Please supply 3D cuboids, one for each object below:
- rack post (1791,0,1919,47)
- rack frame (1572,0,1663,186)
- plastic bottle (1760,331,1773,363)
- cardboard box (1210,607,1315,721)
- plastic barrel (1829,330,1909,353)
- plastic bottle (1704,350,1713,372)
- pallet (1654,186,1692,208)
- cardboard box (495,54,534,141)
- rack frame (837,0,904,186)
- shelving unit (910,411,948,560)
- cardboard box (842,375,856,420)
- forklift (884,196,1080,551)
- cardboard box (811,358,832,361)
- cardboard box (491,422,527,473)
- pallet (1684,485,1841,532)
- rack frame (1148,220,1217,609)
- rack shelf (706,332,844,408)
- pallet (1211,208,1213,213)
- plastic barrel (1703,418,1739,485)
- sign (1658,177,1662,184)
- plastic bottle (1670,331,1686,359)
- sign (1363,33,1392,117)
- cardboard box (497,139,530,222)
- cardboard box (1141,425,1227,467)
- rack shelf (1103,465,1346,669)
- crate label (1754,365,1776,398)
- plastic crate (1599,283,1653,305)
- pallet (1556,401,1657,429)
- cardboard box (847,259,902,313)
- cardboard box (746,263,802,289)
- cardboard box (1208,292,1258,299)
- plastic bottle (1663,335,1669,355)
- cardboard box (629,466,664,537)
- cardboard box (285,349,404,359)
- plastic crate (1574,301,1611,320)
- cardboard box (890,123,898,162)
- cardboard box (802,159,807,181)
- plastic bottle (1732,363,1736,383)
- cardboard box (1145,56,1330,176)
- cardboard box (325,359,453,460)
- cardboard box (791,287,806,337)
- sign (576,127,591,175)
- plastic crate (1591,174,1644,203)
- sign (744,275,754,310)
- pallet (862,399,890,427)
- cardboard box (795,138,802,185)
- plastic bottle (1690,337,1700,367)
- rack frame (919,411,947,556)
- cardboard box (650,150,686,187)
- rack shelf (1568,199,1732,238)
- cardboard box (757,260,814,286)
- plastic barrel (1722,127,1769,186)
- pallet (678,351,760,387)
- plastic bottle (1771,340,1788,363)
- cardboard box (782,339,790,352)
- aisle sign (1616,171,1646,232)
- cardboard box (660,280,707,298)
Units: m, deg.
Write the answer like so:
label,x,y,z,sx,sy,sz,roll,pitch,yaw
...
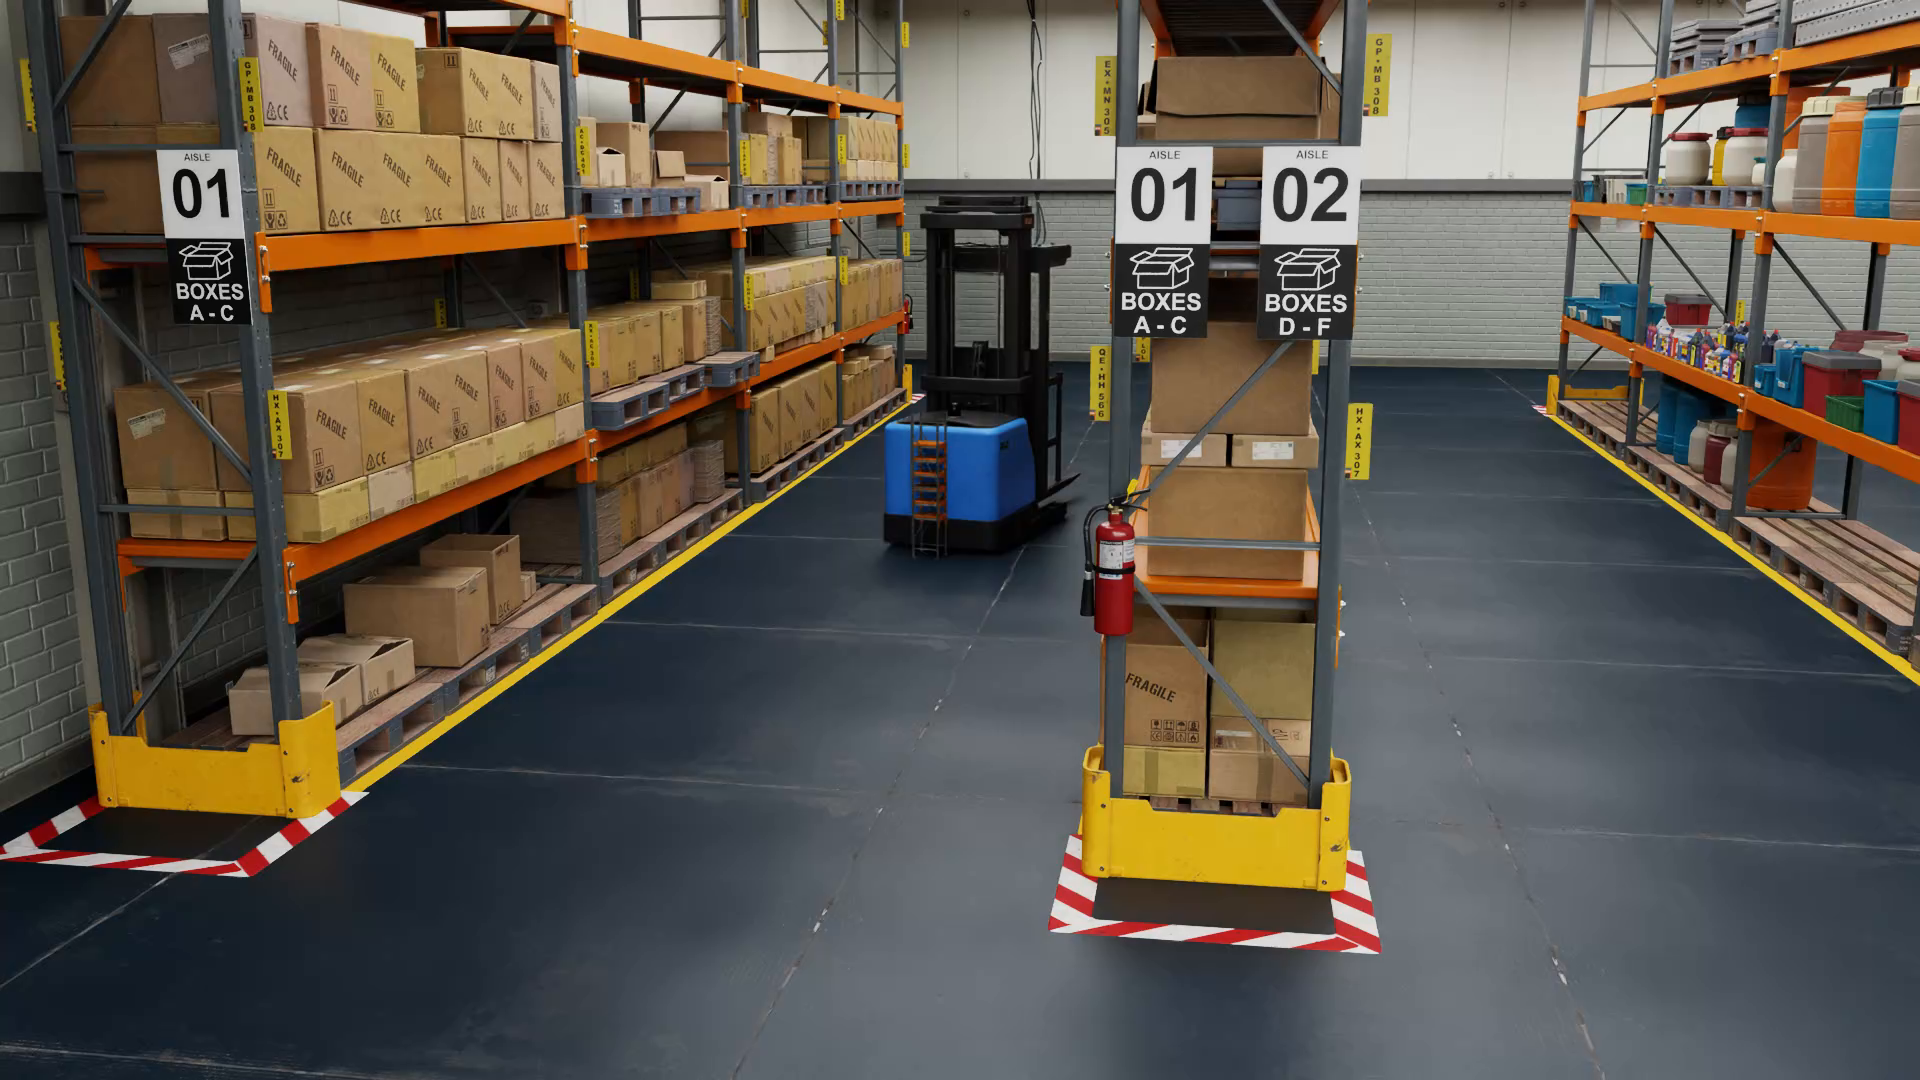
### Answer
label,x,y,z,sx,sy,sz,roll,pitch,yaw
rack post,6.877,-4.092,11.645,1.013,1.000,3.121,2,12,9
rack frame,8.504,-6.079,21.342,1.000,3.000,0.127,2,12,9
plastic bottle,7.731,-1.836,16.008,0.144,0.351,0.185,2,12,9
cardboard box,1.527,0.586,8.402,0.500,0.500,0.500,2,12,9
plastic barrel,7.502,-1.441,13.739,0.600,0.536,0.708,2,12,9
plastic bottle,7.091,-1.696,15.713,0.097,0.201,0.097,0,12,0
pallet,7.865,-3.522,17.043,1.213,0.211,1.003,2,12,9
cardboard box,-3.014,-2.755,10.380,0.500,0.500,0.500,3,12,12
rack frame,-1.285,-6.400,22.832,1.000,3.000,0.127,2,12,9
shelving unit,-0.254,-0.447,13.719,0.258,1.200,0.189,5,13,20
cardboard box,-1.684,-1.771,20.526,0.700,0.500,0.500,2,12,9
forklift,0.347,-1.609,15.003,1.130,2.935,3.031,5,13,20
cardboard box,-1.783,-2.229,21.112,0.380,0.149,0.250,1,12,7
cardboard box,-3.051,-0.589,10.415,0.500,0.250,0.500,2,12,8
pallet,7.354,-0.284,15.309,1.003,0.211,1.213,2,12,9
rack frame,1.765,-0.810,11.132,1.000,3.000,0.127,2,12,9
rack shelf,-2.208,-1.867,17.744,1.077,0.370,4.000,2,12,9
pallet,2.364,-2.872,14.030,1.213,0.211,1.003,2,12,11
plastic barrel,7.506,-0.845,16.023,0.600,0.588,0.708,2,12,9
sign,9.050,-4.547,21.602,0.100,0.325,0.005,2,12,9
plastic bottle,7.299,-1.977,16.840,0.152,0.276,0.135,2,12,9
sign,1.697,-1.890,6.762,0.100,0.325,0.005,2,12,9
cardboard box,-3.054,-2.277,10.533,0.500,0.500,0.500,1,12,4
cardboard box,1.020,-0.429,7.587,0.380,0.149,0.250,2,12,8
rack shelf,1.457,-0.042,9.276,1.077,0.370,4.000,2,12,9
crate label,6.839,-1.324,13.914,0.303,0.233,0.416,2,12,9
plastic crate,8.637,-3.118,21.613,0.616,0.435,0.499,2,12,9
pallet,8.339,-1.613,21.477,1.003,0.211,1.213,2,12,9
cardboard box,-1.353,-3.508,22.938,0.980,0.700,0.700,2,12,11
cardboard box,-1.963,-2.782,17.510,0.500,0.250,0.500,2,12,7
cardboard box,1.471,-1.087,9.101,0.700,0.500,0.500,2,12,9
plastic bottle,7.325,-2.013,17.186,0.097,0.201,0.097,0,12,0
cardboard box,-2.885,-0.331,13.797,0.700,0.500,0.500,2,12,9
cardboard box,-3.643,-0.862,9.902,0.500,0.500,0.500,2,12,9
plastic crate,8.040,-2.916,21.161,0.416,0.233,0.300,2,12,9
cardboard box,-1.128,-5.320,22.282,0.500,0.500,0.500,2,12,8
cardboard box,-2.027,-4.432,19.942,0.500,0.250,0.500,2,12,9
plastic bottle,6.950,-1.506,14.832,0.097,0.201,0.097,0,12,0
cardboard box,1.242,-1.887,7.437,0.797,0.503,0.637,3,12,13
cardboard box,-3.204,-0.740,9.334,0.500,0.500,0.500,1,12,7
cardboard box,-1.948,-2.420,17.611,0.500,0.500,0.500,2,12,10
sign,-2.593,-2.673,11.428,0.100,0.325,0.005,2,12,9
plastic crate,7.998,-4.274,20.231,0.504,0.338,0.767,2,12,9
sign,-1.978,-2.314,15.550,0.100,0.325,0.005,2,12,9
pallet,-1.521,-1.682,21.799,1.003,0.211,1.213,2,12,9
cardboard box,-2.144,-4.186,18.394,0.700,0.500,0.500,1,12,6
plastic bottle,7.139,-1.827,16.126,0.061,0.283,0.133,2,12,9
rack frame,-0.222,-0.465,13.803,0.240,1.200,0.006,5,13,20
cardboard box,-2.806,-3.062,14.169,0.797,0.503,0.637,4,13,17
rack shelf,8.197,-3.845,19.802,1.077,0.370,4.000,2,12,9
cardboard box,-1.886,-2.888,18.002,0.500,0.250,0.500,2,12,10
plastic barrel,7.398,-3.593,15.608,0.433,0.535,0.433,0,12,0
pallet,-2.520,-1.557,15.052,1.213,0.211,1.003,2,12,9
plastic bottle,7.873,-1.789,15.969,0.152,0.276,0.135,2,12,9
cardboard box,-2.011,-2.070,17.527,0.380,0.149,0.250,2,12,9
aisle sign,8.805,-4.423,21.726,0.394,0.787,0.004,2,12,9
cardboard box,-2.539,-2.311,15.274,0.380,0.149,0.250,0,12,1
